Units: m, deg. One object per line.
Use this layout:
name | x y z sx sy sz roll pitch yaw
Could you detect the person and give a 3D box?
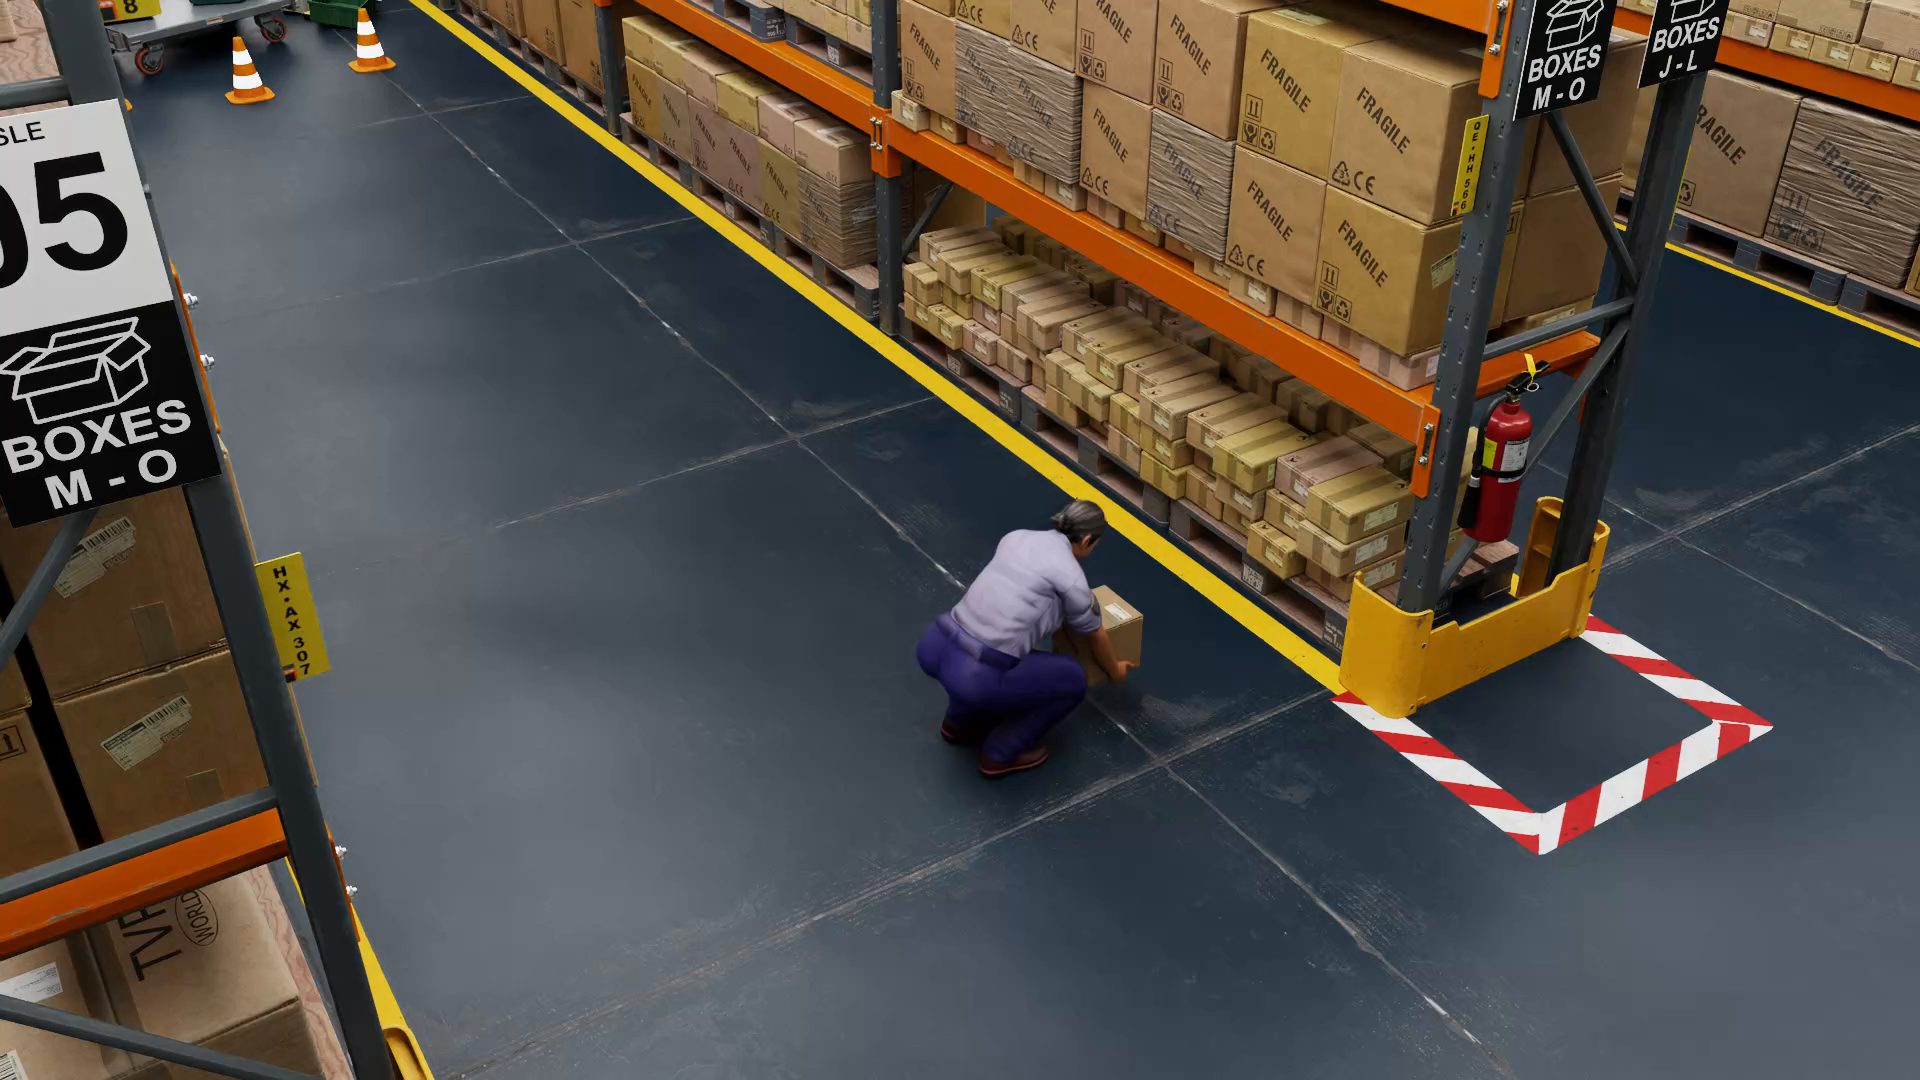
person | 0.248 0.359 6.264 0.860 0.938 0.507 -20 38 -28
